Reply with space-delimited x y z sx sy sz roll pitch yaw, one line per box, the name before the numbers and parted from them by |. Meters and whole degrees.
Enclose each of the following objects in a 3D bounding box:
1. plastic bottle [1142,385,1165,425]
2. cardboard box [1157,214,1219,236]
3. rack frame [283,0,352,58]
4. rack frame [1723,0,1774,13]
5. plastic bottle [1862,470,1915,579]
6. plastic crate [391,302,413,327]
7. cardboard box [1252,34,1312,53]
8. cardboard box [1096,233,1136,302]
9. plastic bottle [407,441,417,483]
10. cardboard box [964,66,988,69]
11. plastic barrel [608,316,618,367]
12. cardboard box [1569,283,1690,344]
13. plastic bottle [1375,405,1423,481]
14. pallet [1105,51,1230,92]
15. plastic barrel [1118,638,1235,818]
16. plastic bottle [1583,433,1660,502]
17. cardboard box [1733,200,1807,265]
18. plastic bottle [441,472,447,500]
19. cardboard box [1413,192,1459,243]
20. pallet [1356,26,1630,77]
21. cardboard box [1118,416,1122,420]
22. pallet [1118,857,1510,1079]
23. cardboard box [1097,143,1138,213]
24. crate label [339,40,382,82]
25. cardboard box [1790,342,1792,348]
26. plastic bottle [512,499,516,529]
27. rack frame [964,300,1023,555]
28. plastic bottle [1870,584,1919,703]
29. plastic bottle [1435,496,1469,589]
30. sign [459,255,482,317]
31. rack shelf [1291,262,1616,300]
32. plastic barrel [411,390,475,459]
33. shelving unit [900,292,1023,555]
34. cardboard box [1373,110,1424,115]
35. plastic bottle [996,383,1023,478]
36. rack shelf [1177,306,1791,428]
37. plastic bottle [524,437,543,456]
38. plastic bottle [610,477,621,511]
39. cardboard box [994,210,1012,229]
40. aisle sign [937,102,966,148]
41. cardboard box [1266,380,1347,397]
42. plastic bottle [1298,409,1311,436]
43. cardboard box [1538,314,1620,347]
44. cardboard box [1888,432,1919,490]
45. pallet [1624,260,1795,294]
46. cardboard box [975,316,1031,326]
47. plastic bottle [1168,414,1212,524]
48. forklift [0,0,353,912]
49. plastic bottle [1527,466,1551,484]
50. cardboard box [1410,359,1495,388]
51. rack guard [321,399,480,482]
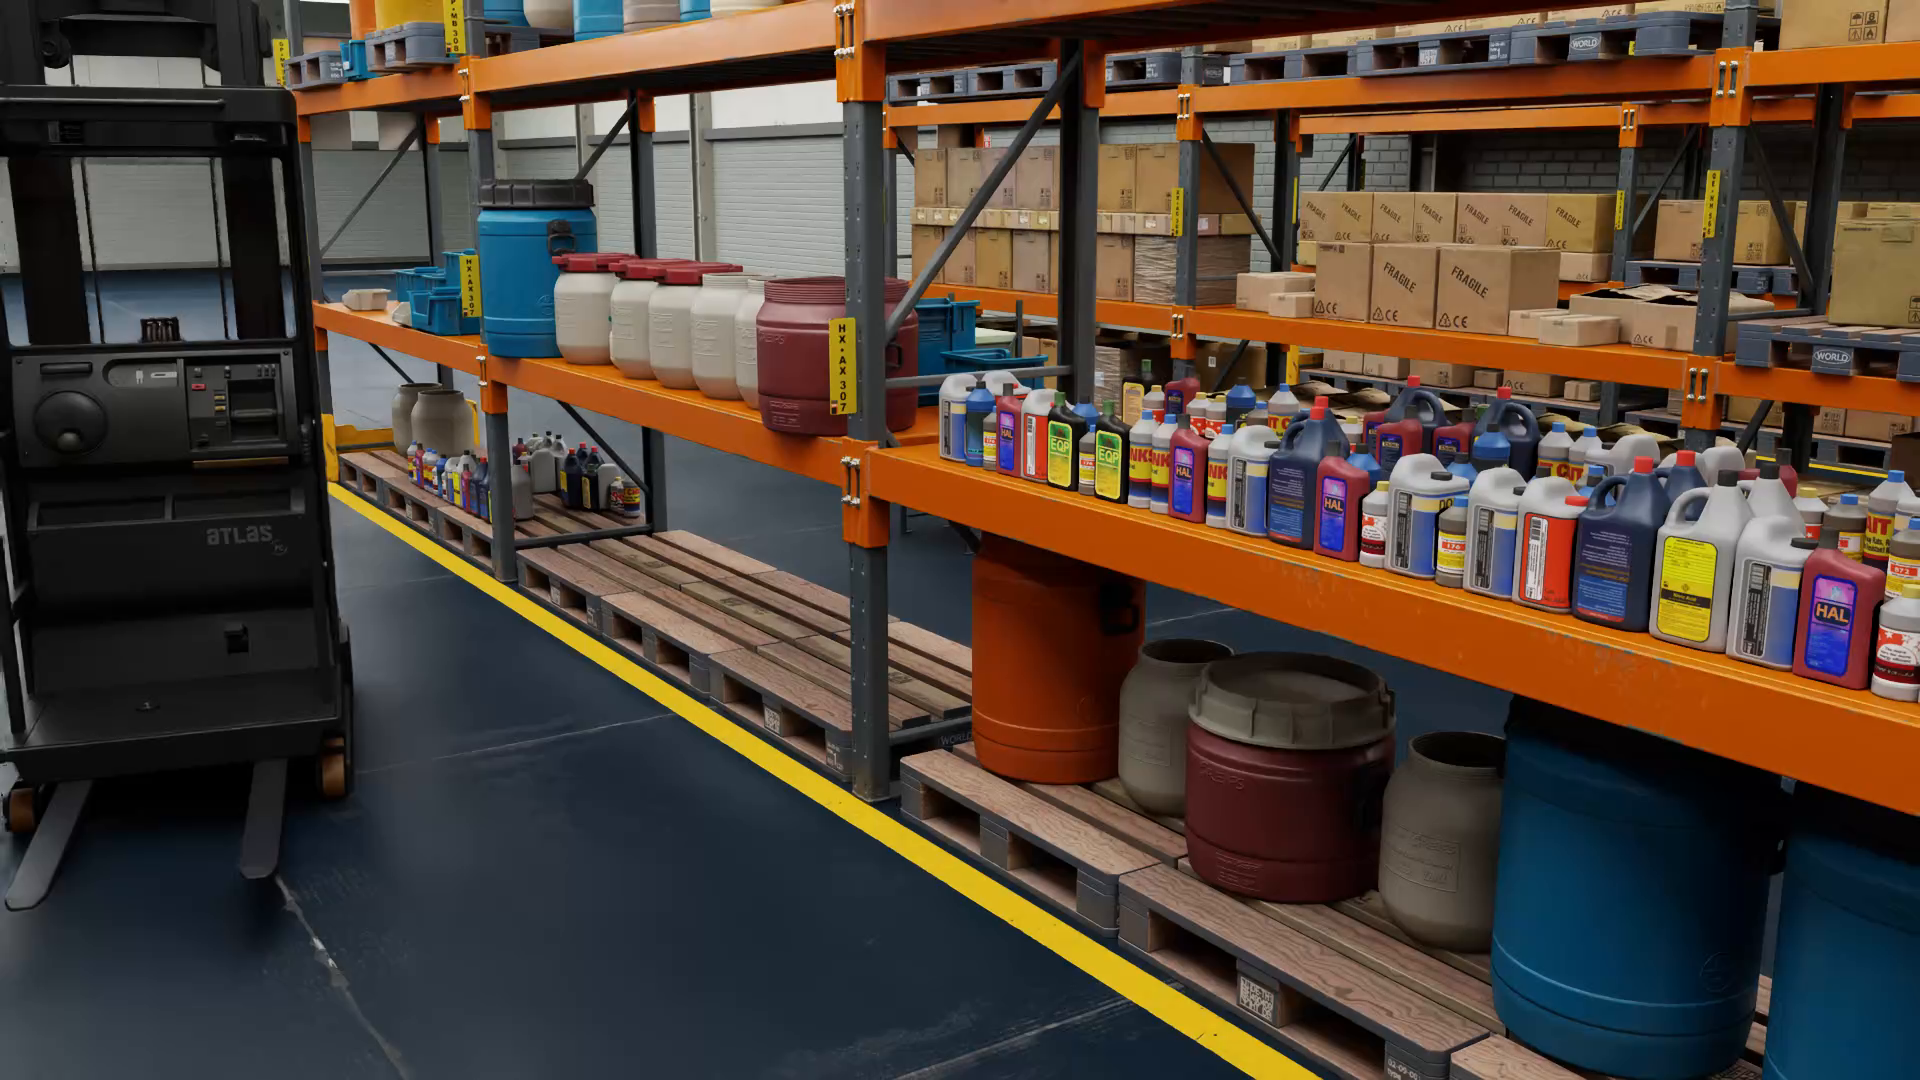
plastic bottle | 0.683 -0.437 5.805 0.097 0.201 0.097 0 12 0
cardboard box | 1.636 -2.264 11.942 0.380 0.149 0.250 -8 15 -33
rack frame | -4.377 -4.932 11.851 1.000 3.000 0.127 -8 15 -33
rack frame | 4.181 -4.095 8.023 1.000 3.000 0.127 -8 15 -33
plastic bottle | 2.088 -0.021 3.735 0.097 0.271 0.097 0 12 0
plastic crate | -3.271 -1.420 10.450 0.530 0.136 0.437 -8 15 -33
cardboard box | 2.298 -3.362 11.061 0.500 0.250 0.500 -6 14 -27
cardboard box | 1.416 -2.095 12.689 0.700 0.500 0.500 -8 15 -33
plastic bottle | -3.632 -0.524 11.093 0.097 0.271 0.097 0 12 0
cardboard box | 0.254 -3.973 13.764 0.380 0.149 0.250 -8 15 -33
plastic barrel | -1.555 -0.969 8.094 0.301 0.262 0.301 0 12 0
cardboard box | 3.847 -1.303 9.505 0.500 0.311 0.500 -8 15 -33
plastic bottle | 1.250 -0.247 4.742 0.061 0.283 0.133 -8 15 -33
pallet | 1.471 -3.446 12.285 1.003 0.211 1.213 -8 15 -33
plastic barrel | 0.728 0.607 5.407 0.421 0.512 0.421 0 12 0
plastic bottle | 1.691 -0.140 4.270 0.152 0.276 0.135 -8 15 -33
cardboard box | 6.644 -2.531 13.652 0.700 0.500 0.500 -6 14 -27
plastic bottle | -3.218 -0.357 10.492 0.097 0.201 0.097 0 12 0
cardboard box | 4.727 -3.084 15.992 0.500 0.500 0.500 -8 14 -31
pallet | 3.108 -2.846 9.775 1.003 0.211 1.213 -7 14 -30
cardboard box | 1.526 -0.794 12.424 0.500 0.250 0.500 -8 15 -33
pallet | 1.199 1.136 4.674 1.003 0.211 1.213 -8 15 -33
cardboard box | 1.433 -2.726 12.535 0.700 0.500 0.500 -8 15 -33
crate label | -3.615 -3.022 10.486 0.502 0.251 0.408 -8 15 -33
cardboard box | 7.046 -1.524 13.374 0.500 0.250 0.500 -9 15 -34
plastic bottle | -2.621 -0.165 9.617 0.097 0.201 0.097 0 12 0
rack frame | 0.199 -0.669 9.909 0.400 1.500 0.023 -8 15 -33
plastic bottle | 1.697 0.181 2.979 0.097 0.201 0.097 0 12 0
plastic bottle | 1.141 0.002 3.795 0.097 0.201 0.097 0 12 0
sign | -2.625 -1.362 8.920 0.100 0.325 0.005 -8 15 -33
rack shelf | 4.978 -2.467 16.304 1.077 0.370 4.000 -8 15 -33
plastic barrel | -3.671 -0.794 11.811 0.421 0.512 0.421 0 12 0
shelving unit | -0.004 -0.734 10.207 0.431 1.500 0.755 -8 15 -33
cardboard box | 4.406 -4.417 16.237 0.500 0.500 0.500 -7 14 -30
plastic bottle | 0.170 -0.342 5.179 0.061 0.283 0.133 -8 15 -33
rack shelf | 3.073 -1.168 10.367 1.077 0.370 4.000 -8 15 -33
plastic bottle | -2.878 -0.563 11.259 0.152 0.276 0.135 -8 15 -32
plastic bottle | -2.085 -0.282 10.152 0.097 0.201 0.097 0 12 0
cardboard box | 0.502 -2.628 13.608 0.380 0.149 0.250 -8 15 -33
aisle sign | -0.043 -3.903 15.104 0.394 0.787 0.004 -8 15 -33
cardboard box | 2.428 -0.973 11.931 0.500 0.311 0.500 -8 15 -33
plastic bottle | 1.081 -0.310 5.221 0.097 0.201 0.097 0 12 0
cardboard box | 3.453 -1.169 9.272 0.380 0.149 0.250 -8 15 -33
cardboard box | 4.929 -0.376 8.126 0.500 0.250 0.500 -7 14 -31
pallet | 6.389 -2.216 13.921 1.003 0.211 1.213 -8 15 -33
cardboard box | 0.293 -1.755 15.063 0.500 0.500 0.500 -8 15 -33
plastic bottle | 0.628 -0.195 4.507 0.061 0.283 0.133 -8 15 -33
forklift | -2.843 -0.515 5.855 1.130 2.935 3.031 -4 13 -19
plastic bottle | 1.321 -0.033 3.791 0.097 0.271 0.097 0 12 0
cardboard box | 4.859 -1.796 16.375 0.700 0.500 0.500 -9 15 -36
rack guard | -4.296 -0.772 12.722 1.175 0.500 0.348 -8 15 -33
